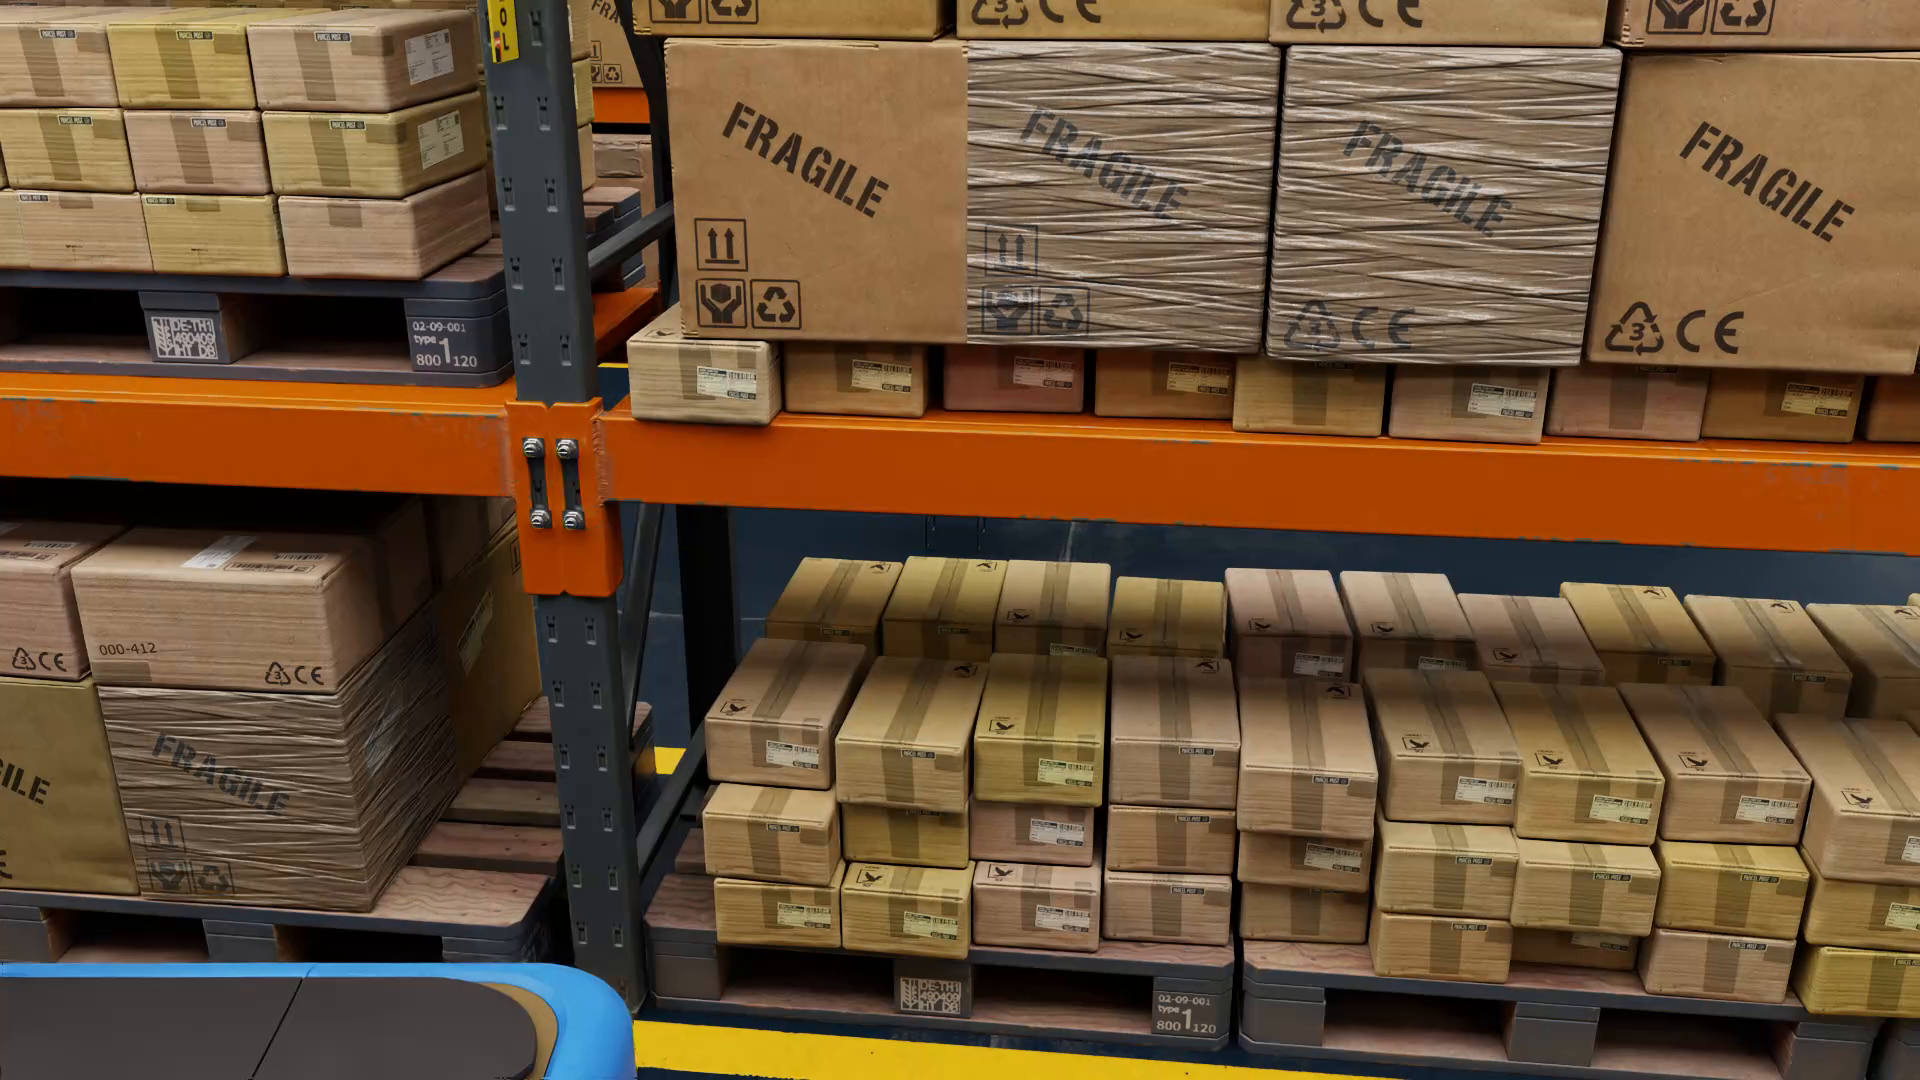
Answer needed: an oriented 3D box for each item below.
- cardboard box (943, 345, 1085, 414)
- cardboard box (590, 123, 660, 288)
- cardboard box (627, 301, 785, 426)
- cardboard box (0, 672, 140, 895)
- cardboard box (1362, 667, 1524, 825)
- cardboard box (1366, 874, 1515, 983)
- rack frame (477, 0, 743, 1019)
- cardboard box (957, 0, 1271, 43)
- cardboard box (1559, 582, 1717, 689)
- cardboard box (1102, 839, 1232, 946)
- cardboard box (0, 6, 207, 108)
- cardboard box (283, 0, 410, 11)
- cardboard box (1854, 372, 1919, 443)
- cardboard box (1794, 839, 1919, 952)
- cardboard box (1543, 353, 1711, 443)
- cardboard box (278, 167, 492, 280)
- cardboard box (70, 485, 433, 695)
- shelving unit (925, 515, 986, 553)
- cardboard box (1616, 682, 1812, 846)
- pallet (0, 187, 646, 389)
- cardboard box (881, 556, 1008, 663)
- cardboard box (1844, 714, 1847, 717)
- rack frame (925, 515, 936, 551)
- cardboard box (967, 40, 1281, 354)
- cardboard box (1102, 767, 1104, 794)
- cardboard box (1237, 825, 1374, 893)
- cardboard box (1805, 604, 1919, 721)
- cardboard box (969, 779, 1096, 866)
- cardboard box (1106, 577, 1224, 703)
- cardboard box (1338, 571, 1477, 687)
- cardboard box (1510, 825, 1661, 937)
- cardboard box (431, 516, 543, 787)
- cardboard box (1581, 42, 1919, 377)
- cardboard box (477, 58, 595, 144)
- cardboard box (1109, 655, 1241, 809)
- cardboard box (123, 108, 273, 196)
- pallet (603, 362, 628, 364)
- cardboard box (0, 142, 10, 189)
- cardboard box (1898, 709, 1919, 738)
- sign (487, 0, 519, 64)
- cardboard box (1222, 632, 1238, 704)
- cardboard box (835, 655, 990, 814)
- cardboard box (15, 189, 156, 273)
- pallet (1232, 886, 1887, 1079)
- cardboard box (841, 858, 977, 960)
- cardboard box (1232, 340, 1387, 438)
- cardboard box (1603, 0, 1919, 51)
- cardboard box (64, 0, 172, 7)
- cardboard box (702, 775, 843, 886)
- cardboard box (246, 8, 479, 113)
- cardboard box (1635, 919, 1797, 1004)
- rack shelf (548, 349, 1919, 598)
[{"bbox_3d":[0.108,-0.365,3.125,0.250,0.149,0.380,2,22,4],"label":"cardboard box"},{"bbox_3d":[-1.512,-1.663,8.384,0.875,0.875,1.225,2,22,4],"label":"cardboard box"},{"bbox_3d":[-0.428,-0.341,3.065,0.250,0.149,0.380,3,22,8],"label":"cardboard box"},{"bbox_3d":[-1.945,0.415,3.640,0.500,0.500,0.500,2,22,5],"label":"cardboard box"},{"bbox_3d":[0.956,0.406,3.330,0.250,0.149,0.380,2,22,4],"label":"cardboard box"},{"bbox_3d":[0.946,0.715,3.358,0.250,0.149,0.380,2,22,5],"label":"cardboard box"},{"bbox_3d":[-0.671,-0.590,3.352,0.127,3.000,1.000,2,22,6],"label":"rack frame"},{"bbox_3d":[0.265,-1.115,2.778,0.500,0.500,0.500,2,22,5],"label":"cardboard box"},{"bbox_3d":[1.512,0.240,3.749,0.250,0.149,0.380,3,22,7],"label":"cardboard box"},{"bbox_3d":[0.428,0.670,3.473,0.250,0.149,0.380,2,22,5],"label":"cardboard box"},{"bbox_3d":[-1.616,-0.914,3.134,0.250,0.149,0.380,2,22,5],"label":"cardboard box"},{"bbox_3d":[-1.286,-1.140,3.705,0.250,0.149,0.380,3,22,8],"label":"cardboard box"},{"bbox_3d":[1.676,-0.299,2.958,0.250,0.149,0.380,2,22,4],"label":"cardboard box"},{"bbox_3d":[1.712,0.617,3.201,0.250,0.149,0.380,3,22,7],"label":"cardboard box"},{"bbox_3d":[1.157,-0.308,2.980,0.250,0.149,0.380,3,22,8],"label":"cardboard box"},{"bbox_3d":[-1.088,-0.613,3.182,0.250,0.149,0.380,2,22,5],"label":"cardboard box"},{"bbox_3d":[-1.440,0.088,3.445,0.500,0.250,0.500,2,22,5],"label":"cardboard box"},{"bbox_3d":[-0.014,-0.559,5.721,0.189,1.200,0.258,2,22,6],"label":"shelving unit"},{"bbox_3d":[1.459,0.432,3.264,0.250,0.149,0.380,2,22,4],"label":"cardboard box"},{"bbox_3d":[-1.413,-0.587,3.606,1.213,0.211,1.003,2,22,6],"label":"pallet"},{"bbox_3d":[-0.028,0.181,3.900,0.250,0.149,0.380,3,22,7],"label":"cardboard box"},{"bbox_3d":[2.051,0.397,3.757,0.250,0.149,0.380,3,22,8],"label":"cardboard box"},{"bbox_3d":[-0.105,-0.563,5.731,0.006,1.200,0.240,2,22,6],"label":"rack frame"},{"bbox_3d":[0.284,-0.643,2.945,0.500,0.500,0.500,2,22,6],"label":"cardboard box"},{"bbox_3d":[0.277,0.463,3.996,0.250,0.149,0.380,2,22,5],"label":"cardboard box"},{"bbox_3d":[0.698,0.543,3.387,0.250,0.149,0.380,4,22,9],"label":"cardboard box"},{"bbox_3d":[2.042,0.284,3.639,0.250,0.149,0.380,1,22,4],"label":"cardboard box"},{"bbox_3d":[0.160,0.510,3.471,0.250,0.149,0.380,2,22,6],"label":"cardboard box"},{"bbox_3d":[0.468,0.229,3.779,0.250,0.149,0.380,3,22,8],"label":"cardboard box"},{"bbox_3d":[1.017,0.214,3.817,0.250,0.149,0.380,2,22,4],"label":"cardboard box"},{"bbox_3d":[1.183,0.597,3.251,0.250,0.149,0.380,3,22,7],"label":"cardboard box"},{"bbox_3d":[-1.373,0.248,4.061,0.500,0.500,0.500,3,22,8],"label":"cardboard box"},{"bbox_3d":[1.315,-0.595,2.825,0.500,0.500,0.500,4,22,9],"label":"cardboard box"},{"bbox_3d":[-1.008,-0.992,3.735,0.250,0.149,0.380,3,22,7],"label":"cardboard box"},{"bbox_3d":[0.432,0.384,3.386,0.250,0.149,0.380,2,22,5],"label":"cardboard box"},{"bbox_3d":[-1.351,-0.763,3.156,0.250,0.149,0.380,3,22,7],"label":"cardboard box"},{"bbox_3d":[-1.977,-1.158,8.581,1.213,0.211,1.003,2,22,6],"label":"pallet"},{"bbox_3d":[-1.869,-0.785,3.211,0.250,0.149,0.380,2,22,5],"label":"cardboard box"},{"bbox_3d":[1.981,0.475,3.155,0.250,0.149,0.380,2,22,4],"label":"cardboard box"},{"bbox_3d":[-0.733,-0.926,2.627,0.005,0.325,0.100,2,22,6],"label":"sign"},{"bbox_3d":[0.711,0.363,3.845,0.250,0.149,0.380,3,22,8],"label":"cardboard box"},{"bbox_3d":[-0.087,0.388,3.376,0.250,0.149,0.380,4,22,9],"label":"cardboard box"},{"bbox_3d":[-1.594,-0.636,3.239,0.250,0.149,0.380,2,22,6],"label":"cardboard box"},{"bbox_3d":[1.215,0.775,3.693,1.213,0.211,1.003,2,22,6],"label":"pallet"},{"bbox_3d":[-0.083,0.685,3.434,0.250,0.149,0.380,3,22,8],"label":"cardboard box"},{"bbox_3d":[0.620,-0.316,3.002,0.250,0.149,0.380,3,22,7],"label":"cardboard box"},{"bbox_3d":[1.271,-1.059,2.637,0.500,0.500,0.500,2,22,4],"label":"cardboard box"},{"bbox_3d":[-1.787,-1.164,3.765,0.250,0.149,0.380,2,22,6],"label":"cardboard box"},{"bbox_3d":[-0.348,0.535,3.409,0.250,0.149,0.380,3,22,9],"label":"cardboard box"},{"bbox_3d":[-1.092,-0.891,3.076,0.250,0.149,0.380,3,22,9],"label":"cardboard box"},{"bbox_3d":[1.458,0.737,3.303,0.250,0.149,0.380,3,22,7],"label":"cardboard box"},{"bbox_3d":[1.315,-0.169,3.266,4.000,0.370,1.077,2,22,6],"label":"rack shelf"}]
